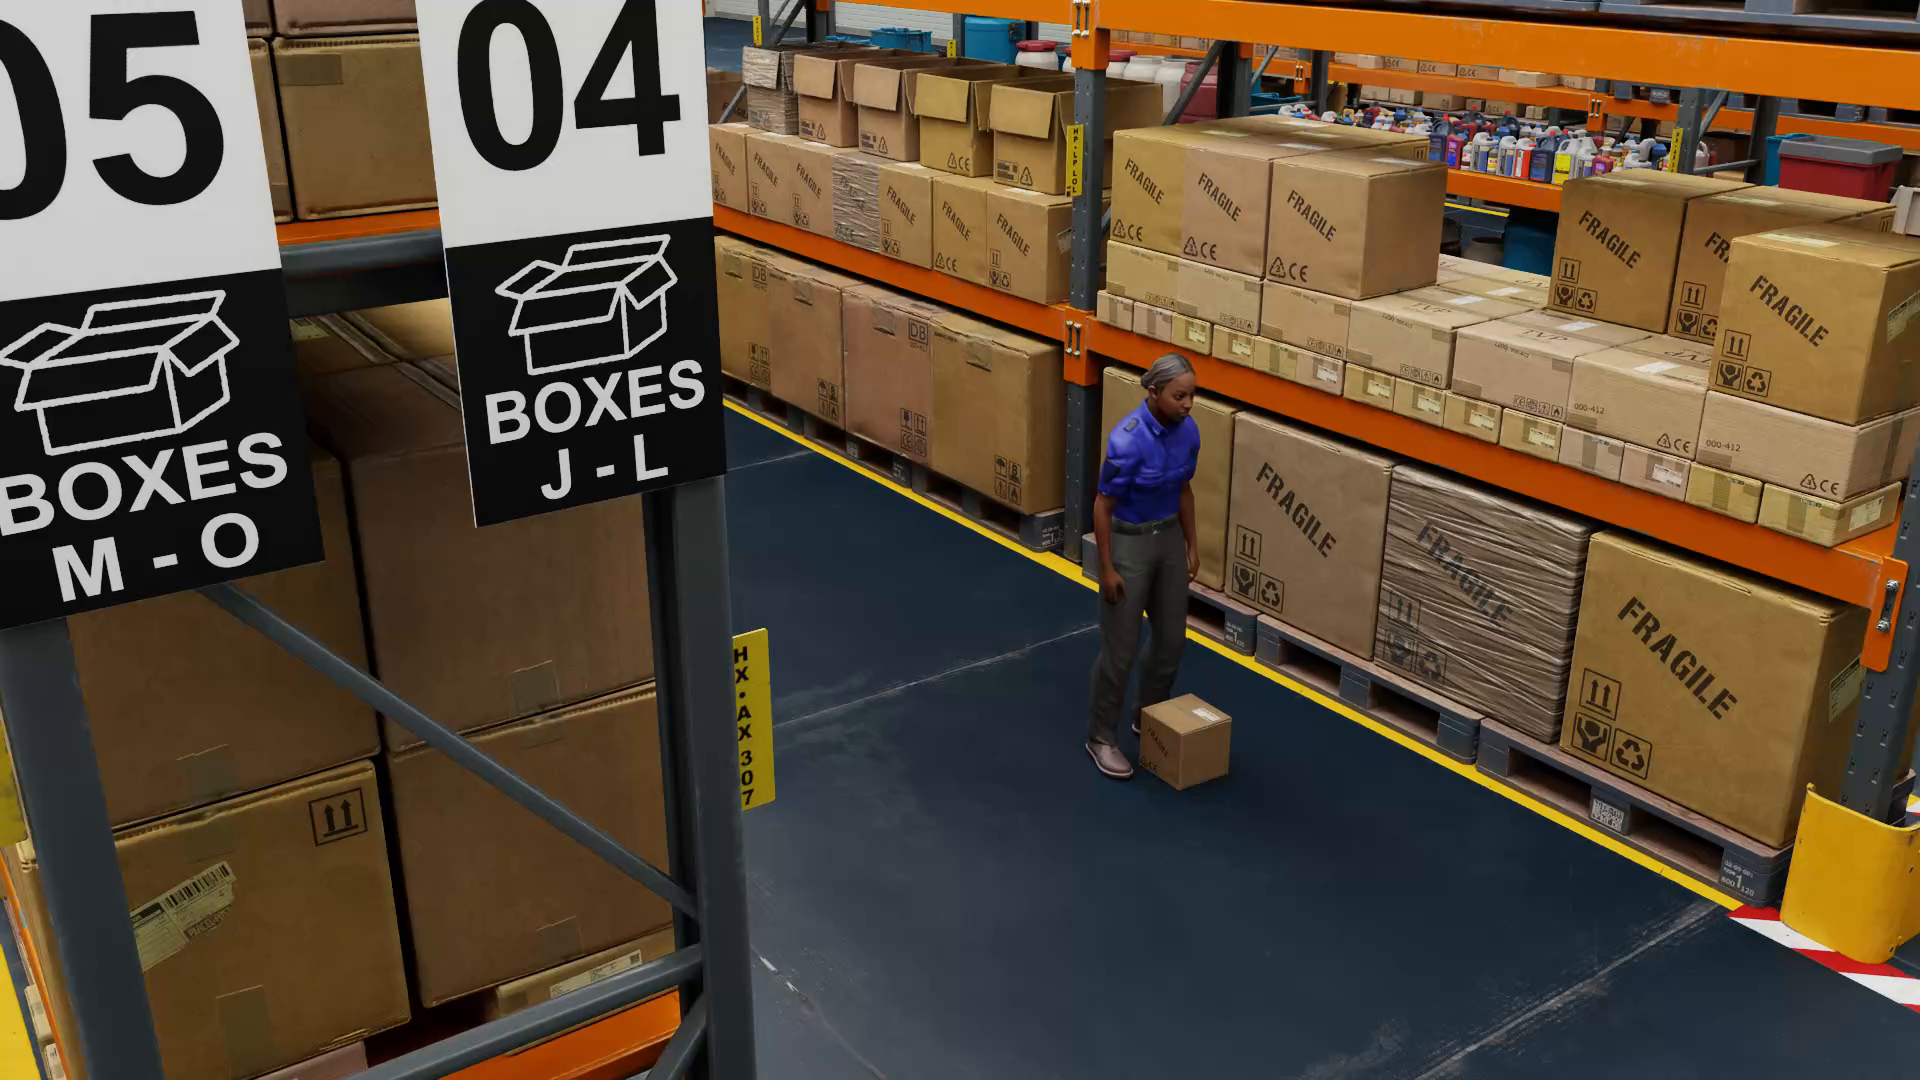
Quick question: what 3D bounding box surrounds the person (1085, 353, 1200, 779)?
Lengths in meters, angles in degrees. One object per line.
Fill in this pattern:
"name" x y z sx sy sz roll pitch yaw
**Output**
"person" 0.719 0.073 6.408 0.512 1.654 0.351 -15 26 -33
